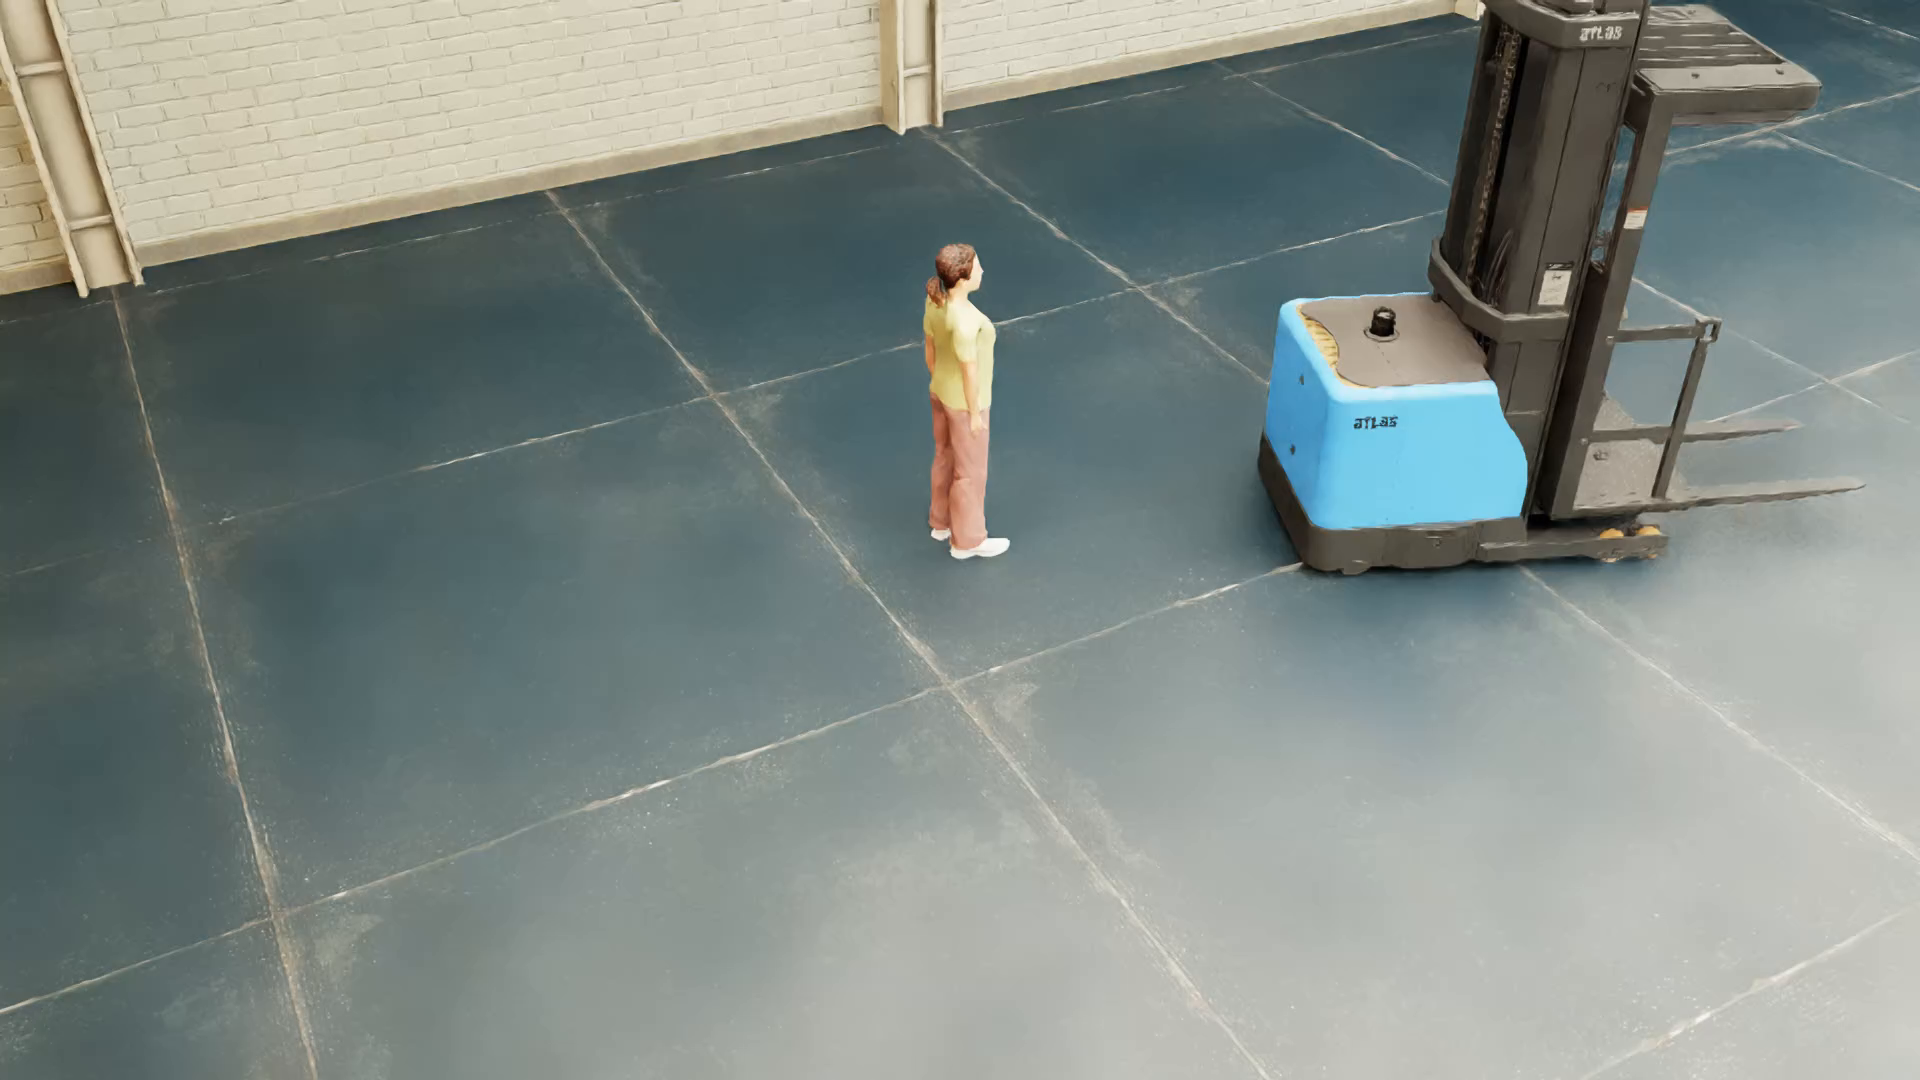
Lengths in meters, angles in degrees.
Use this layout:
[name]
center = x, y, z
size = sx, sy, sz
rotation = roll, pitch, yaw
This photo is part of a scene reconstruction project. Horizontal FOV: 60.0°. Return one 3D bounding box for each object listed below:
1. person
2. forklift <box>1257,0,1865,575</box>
[person]
center = 0.007, -0.686, 8.185
size = 0.365, 1.673, 0.429
rotation = -17, 39, -23
[forklift]
center = 3.181, -1.385, 8.083
size = 3.031, 2.935, 1.130
rotation = -4, 35, -6
